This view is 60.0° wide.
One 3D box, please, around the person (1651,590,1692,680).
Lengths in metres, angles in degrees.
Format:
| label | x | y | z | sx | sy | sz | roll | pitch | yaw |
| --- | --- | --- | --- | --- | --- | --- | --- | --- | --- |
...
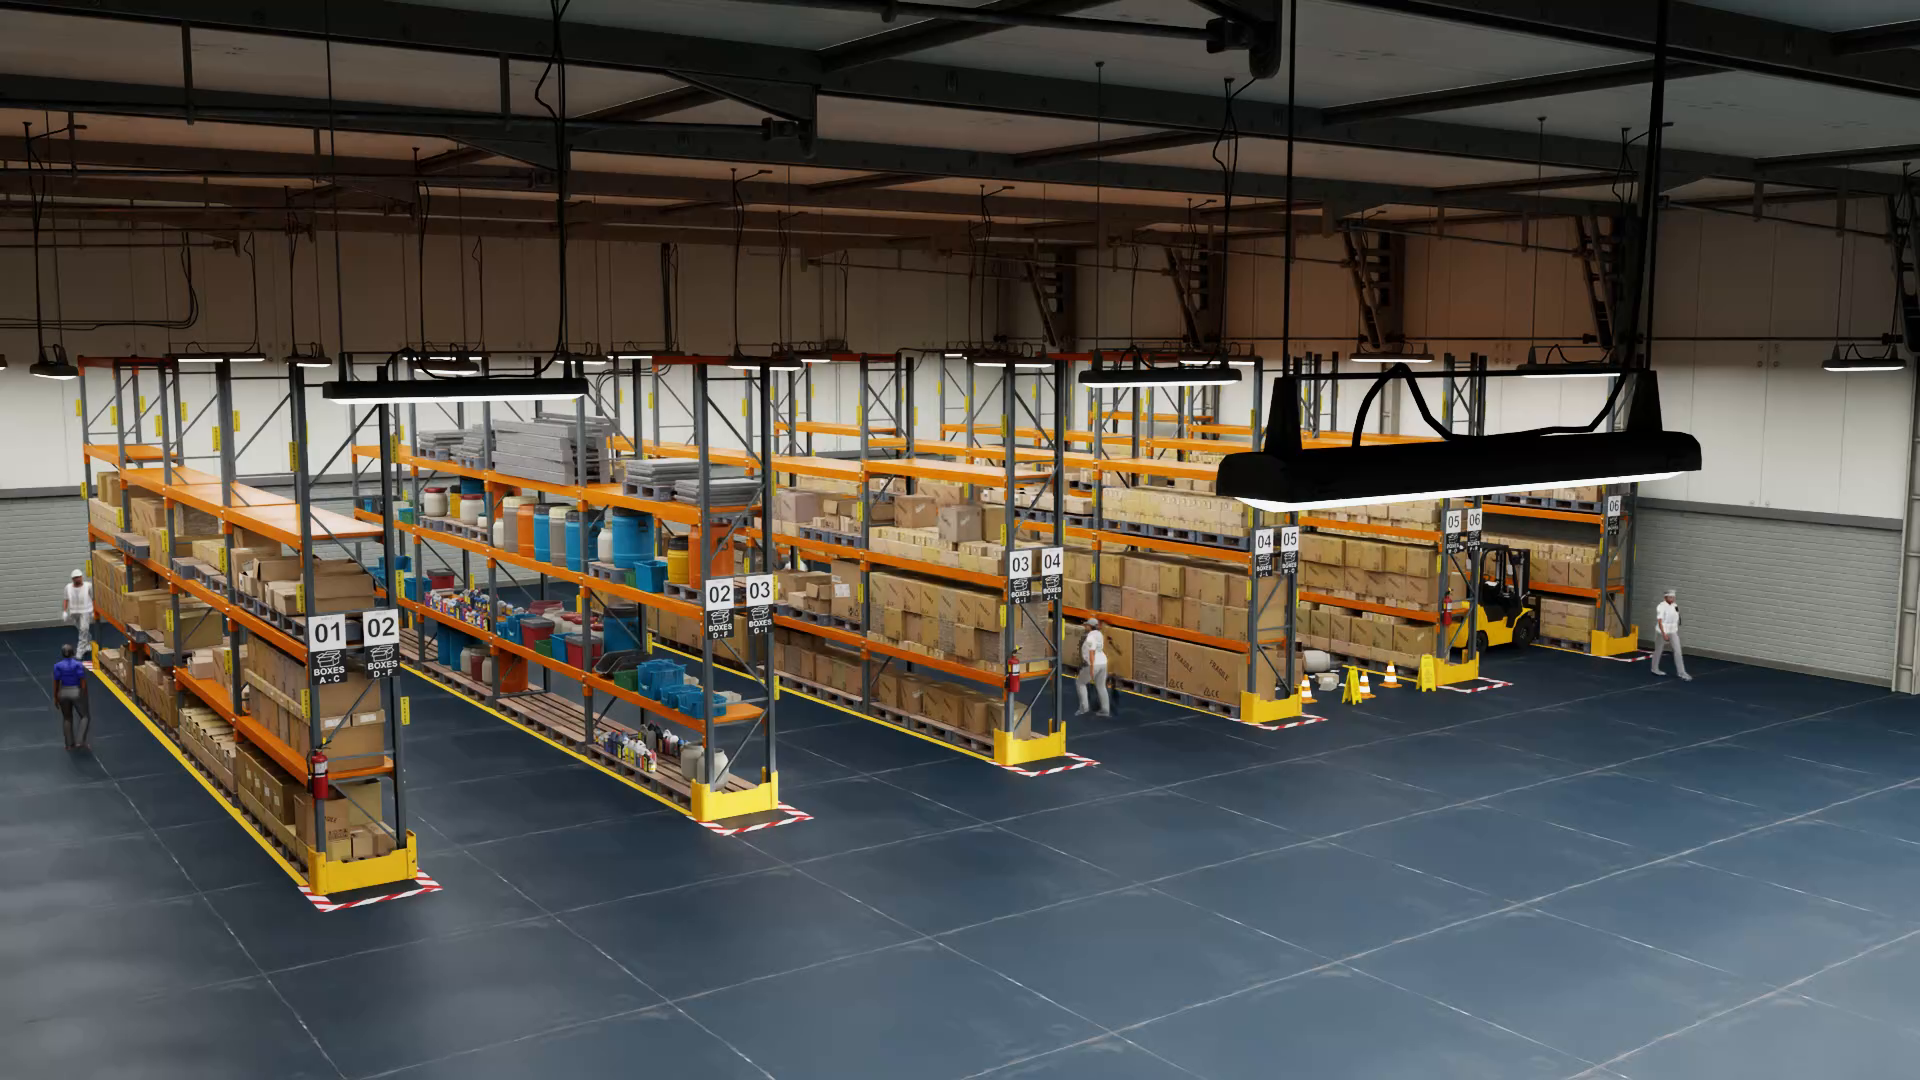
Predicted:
| label | x | y | z | sx | sy | sz | roll | pitch | yaw |
| --- | --- | --- | --- | --- | --- | --- | --- | --- | --- |
| person | 13.252 | 1.736 | 31.015 | 0.492 | 1.645 | 0.882 | -1 | 7 | -8 |

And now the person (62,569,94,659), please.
| label | x | y | z | sx | sy | sz | roll | pitch | yaw |
| --- | --- | --- | --- | --- | --- | --- | --- | --- | --- |
| person | -17.529 | 1.436 | 33.085 | 0.533 | 1.716 | 1.072 | 0 | 7 | 0 |

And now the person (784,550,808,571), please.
| label | x | y | z | sx | sy | sz | roll | pitch | yaw |
| --- | --- | --- | --- | --- | --- | --- | --- | --- | --- |
| person | -3.562 | 1.048 | 36.459 | 0.578 | 1.715 | 1.074 | -5 | 8 | -34 |

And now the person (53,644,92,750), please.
| label | x | y | z | sx | sy | sz | roll | pitch | yaw |
| --- | --- | --- | --- | --- | --- | --- | --- | --- | --- |
| person | -13.655 | 2.423 | 25.555 | 0.503 | 1.655 | 0.490 | -1 | 7 | -11 |

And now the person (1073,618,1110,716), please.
| label | x | y | z | sx | sy | sz | roll | pitch | yaw |
| --- | --- | --- | --- | --- | --- | --- | --- | --- | --- |
| person | 2.270 | 2.144 | 27.917 | 0.602 | 1.678 | 0.508 | 7 | 10 | 43 |
